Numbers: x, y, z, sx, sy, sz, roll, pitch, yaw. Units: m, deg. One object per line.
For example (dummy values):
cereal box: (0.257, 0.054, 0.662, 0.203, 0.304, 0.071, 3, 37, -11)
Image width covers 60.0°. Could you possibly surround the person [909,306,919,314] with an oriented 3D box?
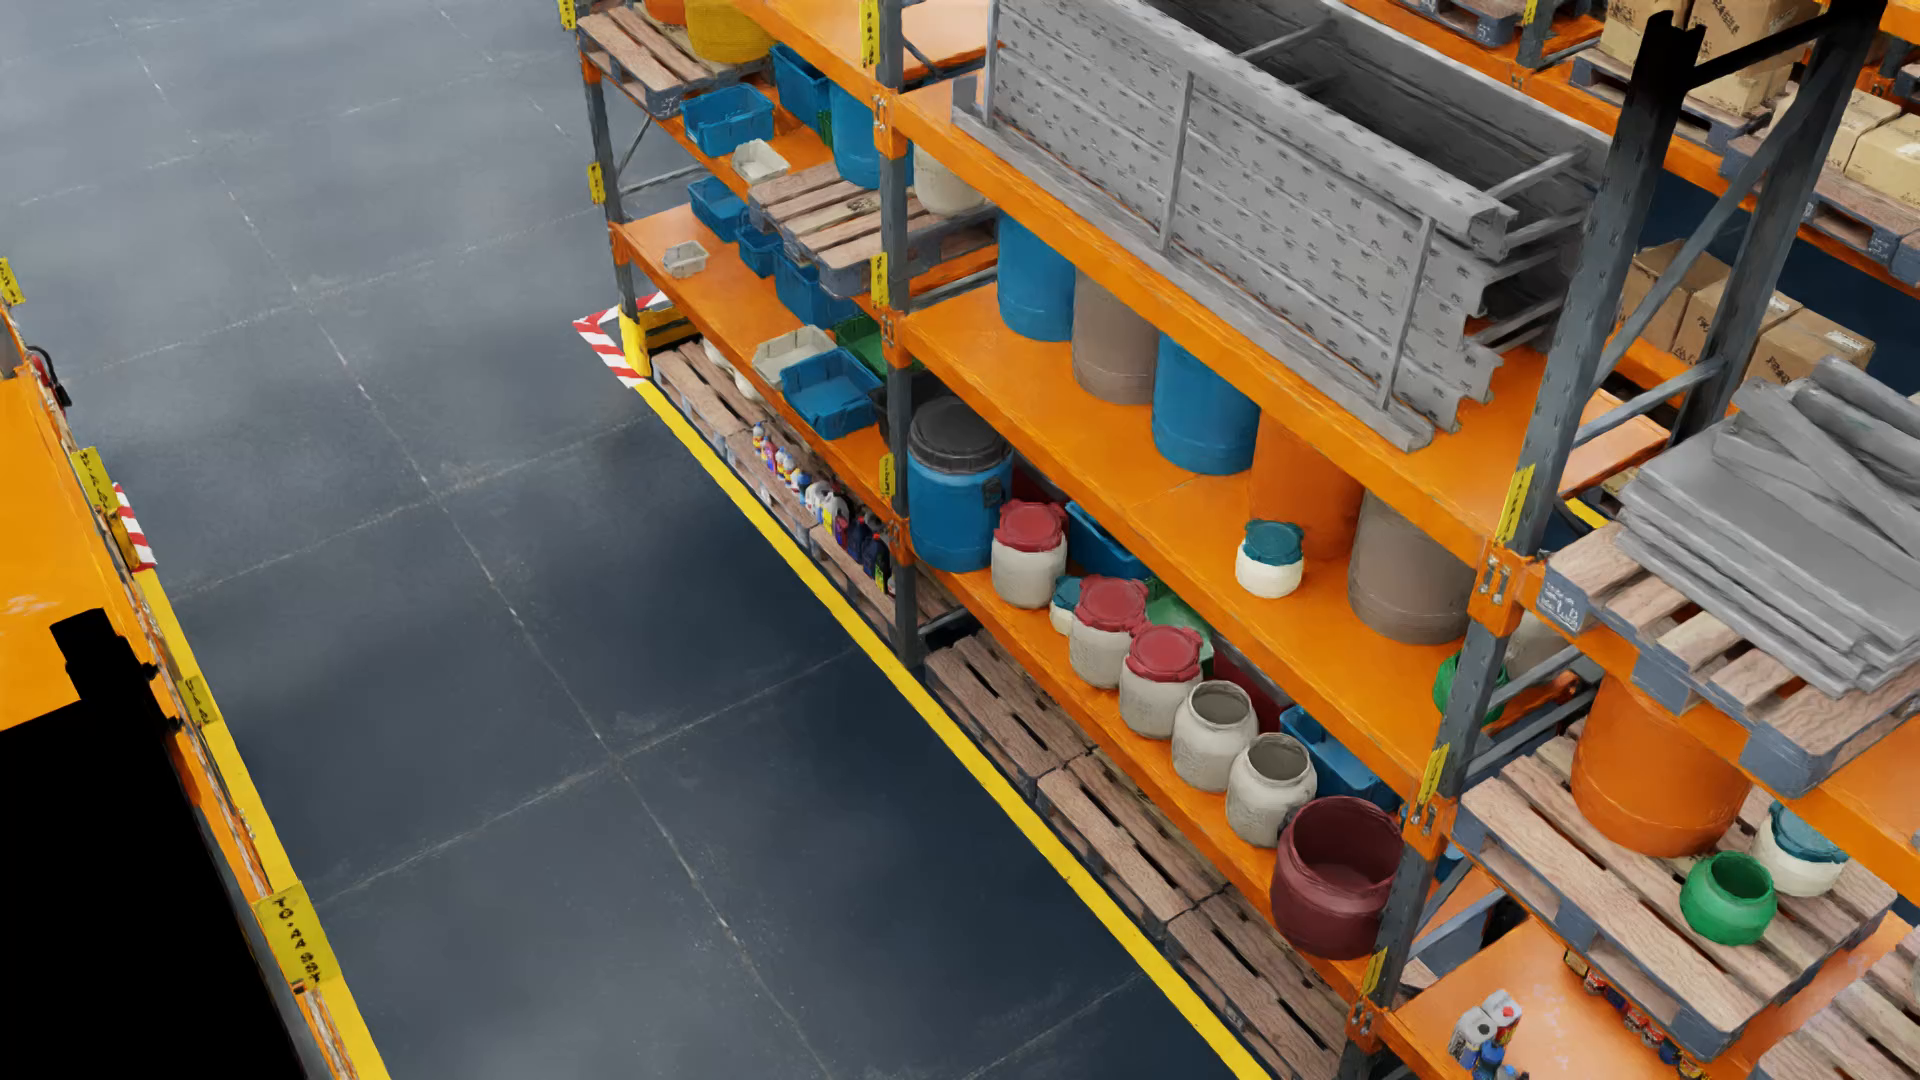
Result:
person: (-0.591, -2.327, 13.100, 0.592, 1.629, 0.526, -26, 49, -25)
